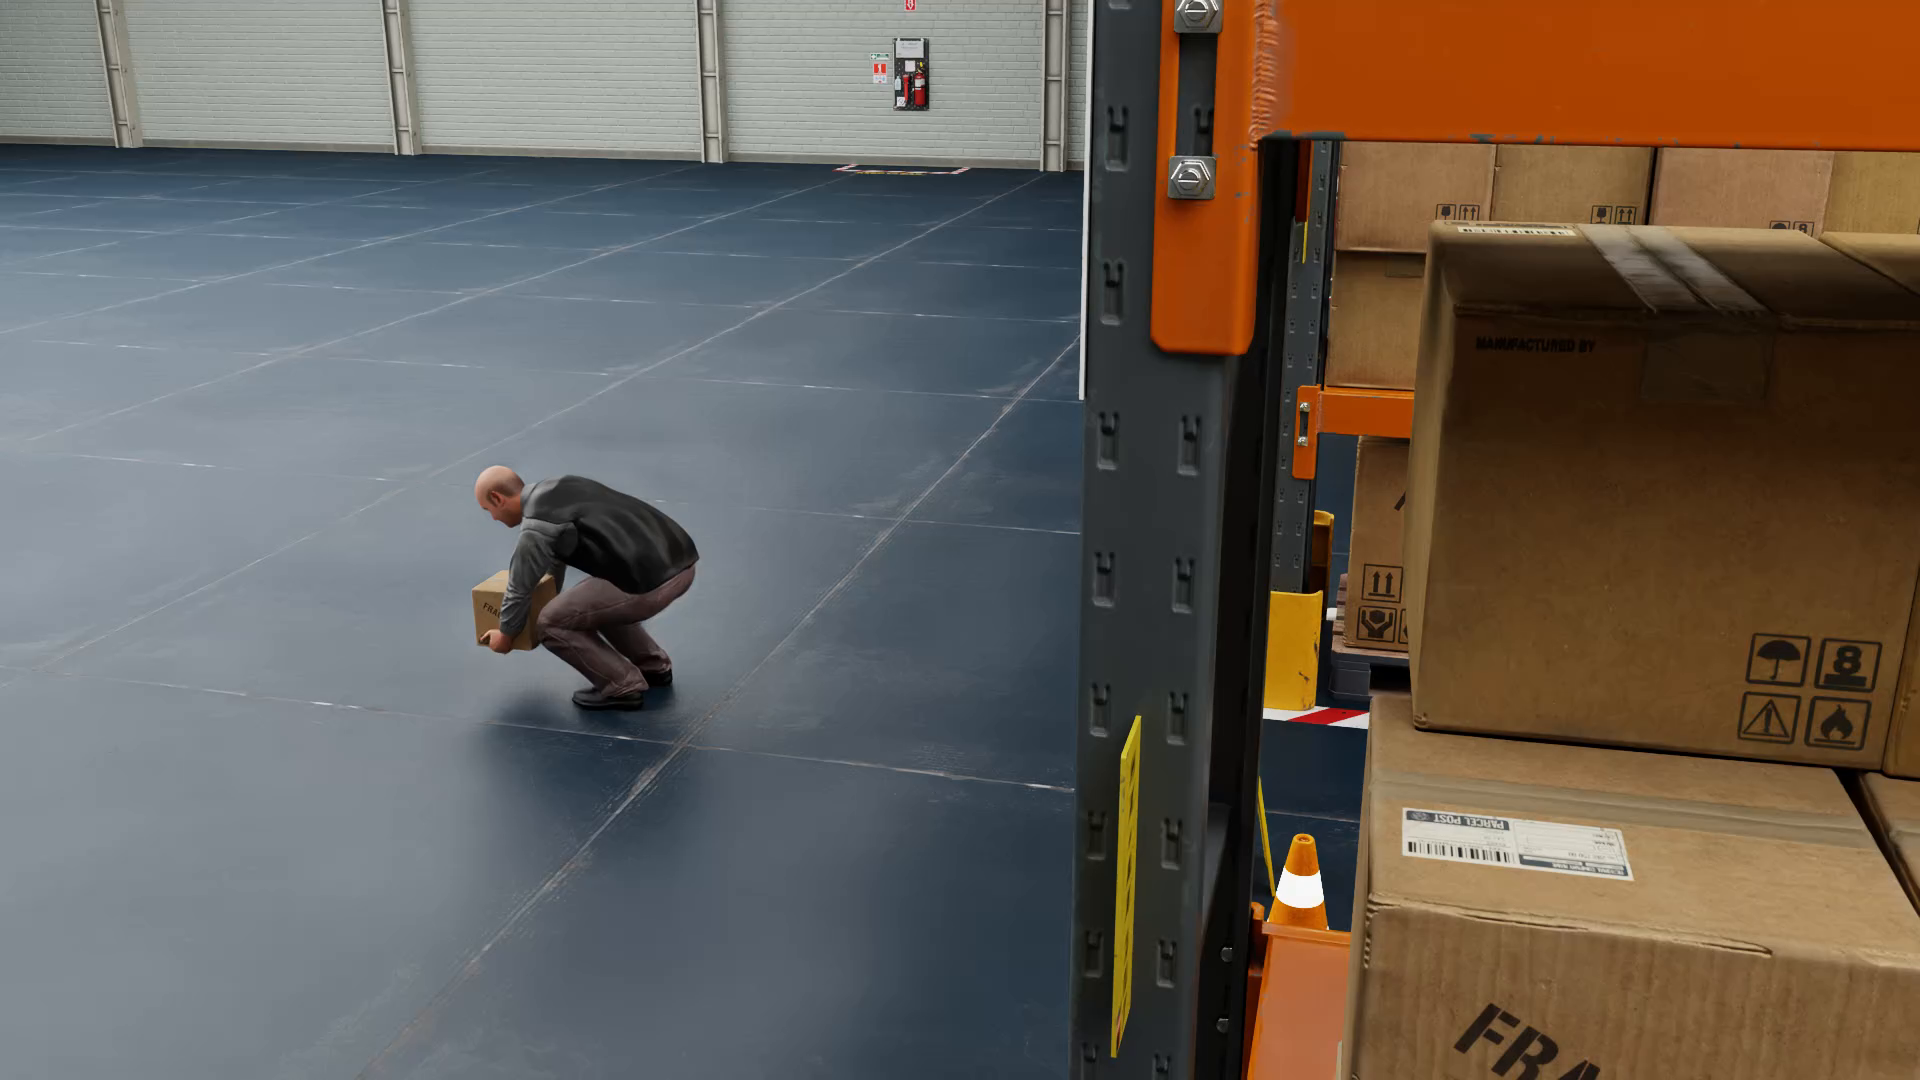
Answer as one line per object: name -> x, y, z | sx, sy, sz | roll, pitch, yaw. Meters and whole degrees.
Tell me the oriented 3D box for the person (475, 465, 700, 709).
person -> -1.521, 0.174, 6.799 | 0.884, 0.964, 0.511 | 4, 19, 12
